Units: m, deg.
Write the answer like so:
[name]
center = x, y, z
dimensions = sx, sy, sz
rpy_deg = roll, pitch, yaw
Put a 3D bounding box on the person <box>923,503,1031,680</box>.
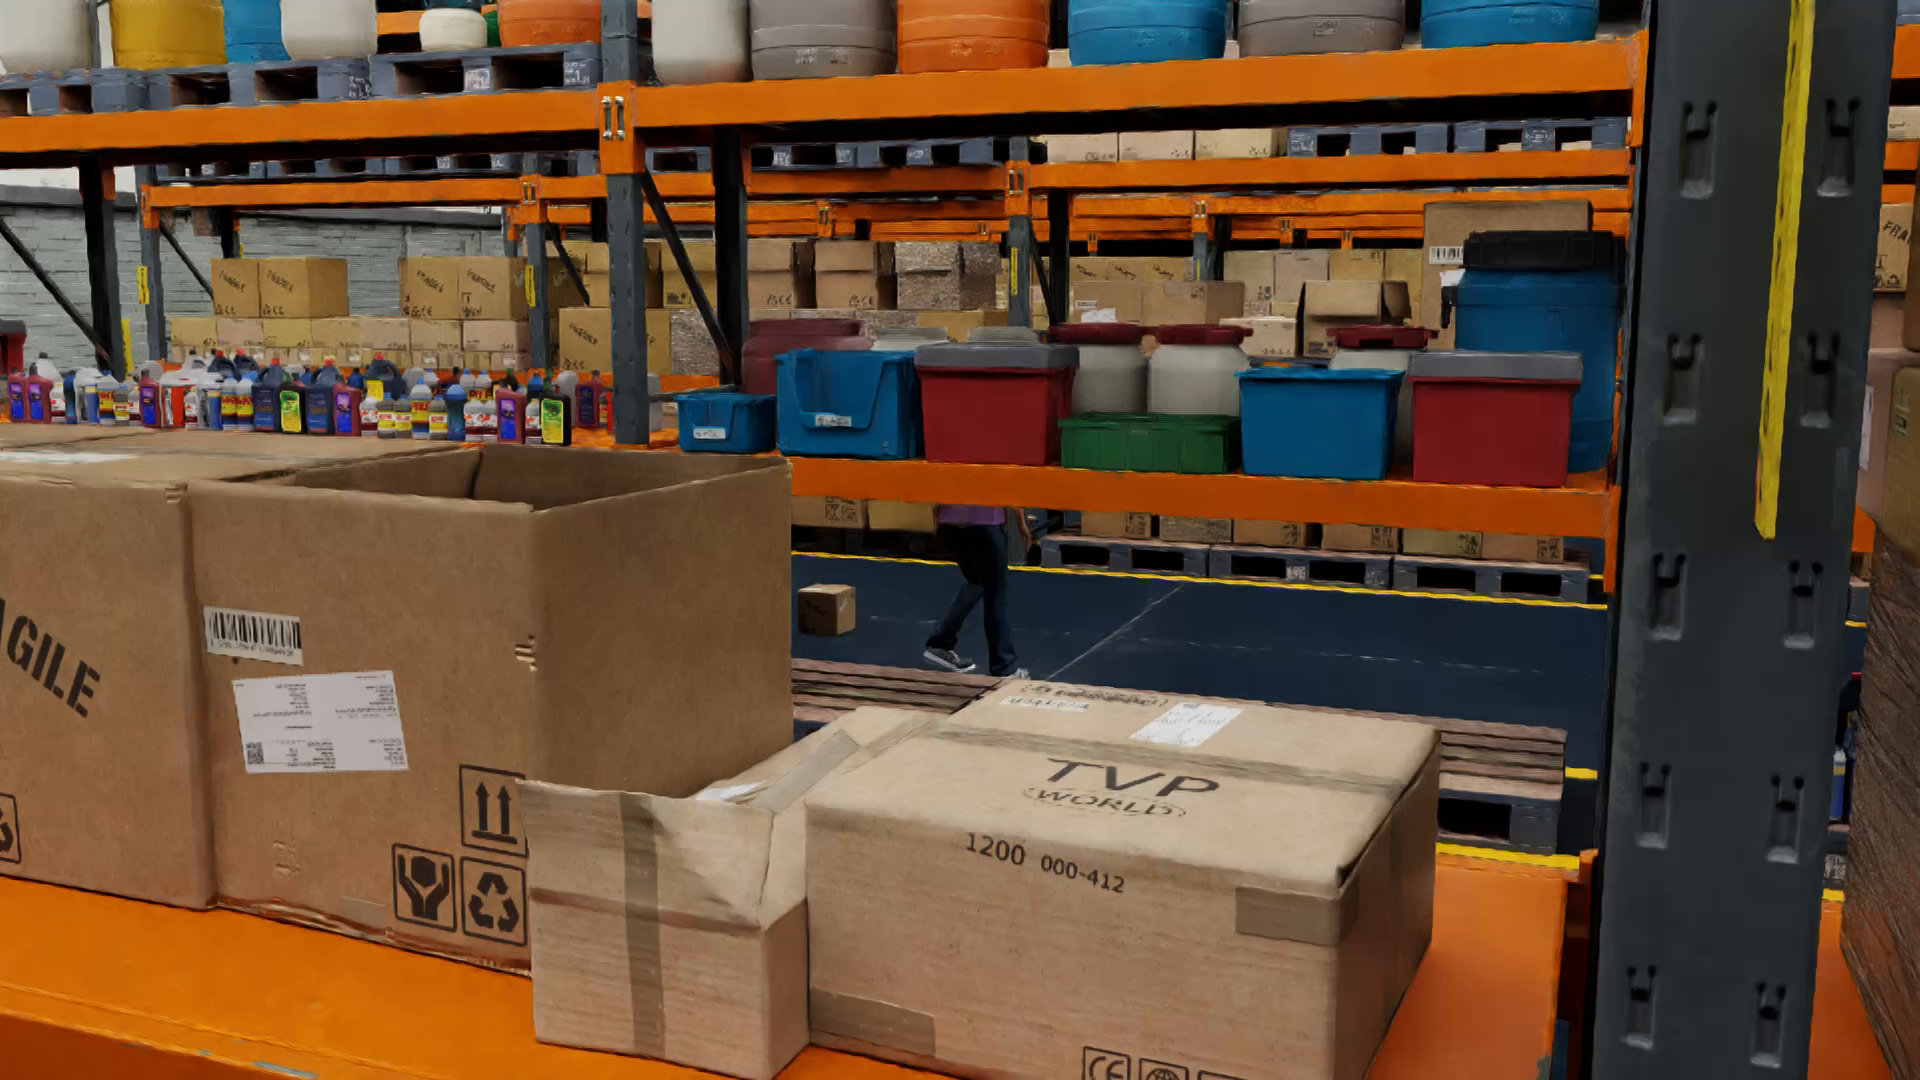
[person]
center = 0.090, -0.059, 8.290
dimensions = 0.522, 1.556, 0.389
rpy_deg = 7, 11, 36
